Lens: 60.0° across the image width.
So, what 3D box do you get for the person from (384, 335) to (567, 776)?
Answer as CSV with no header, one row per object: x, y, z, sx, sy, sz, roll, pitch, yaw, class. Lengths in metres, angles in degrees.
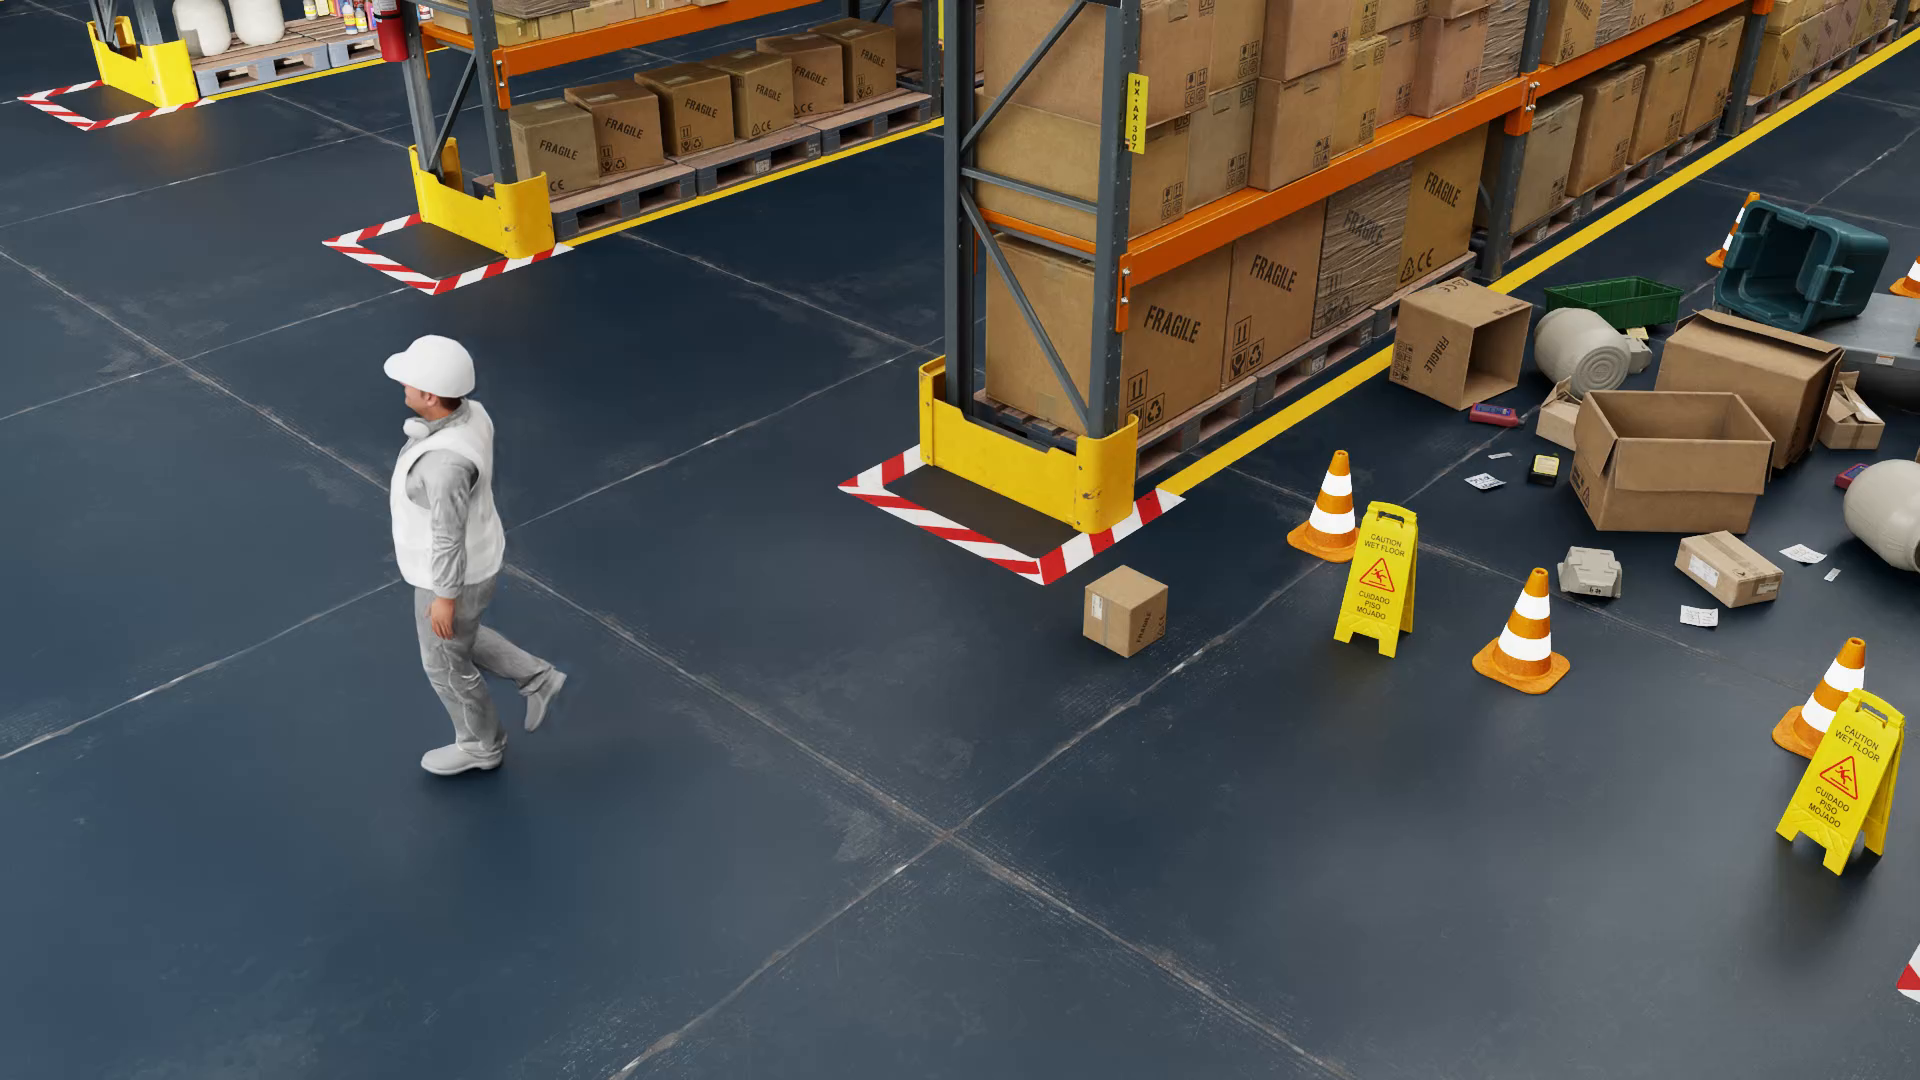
-1.775,0.074,5.950,0.554,1.759,0.538,-3,31,-5,person
